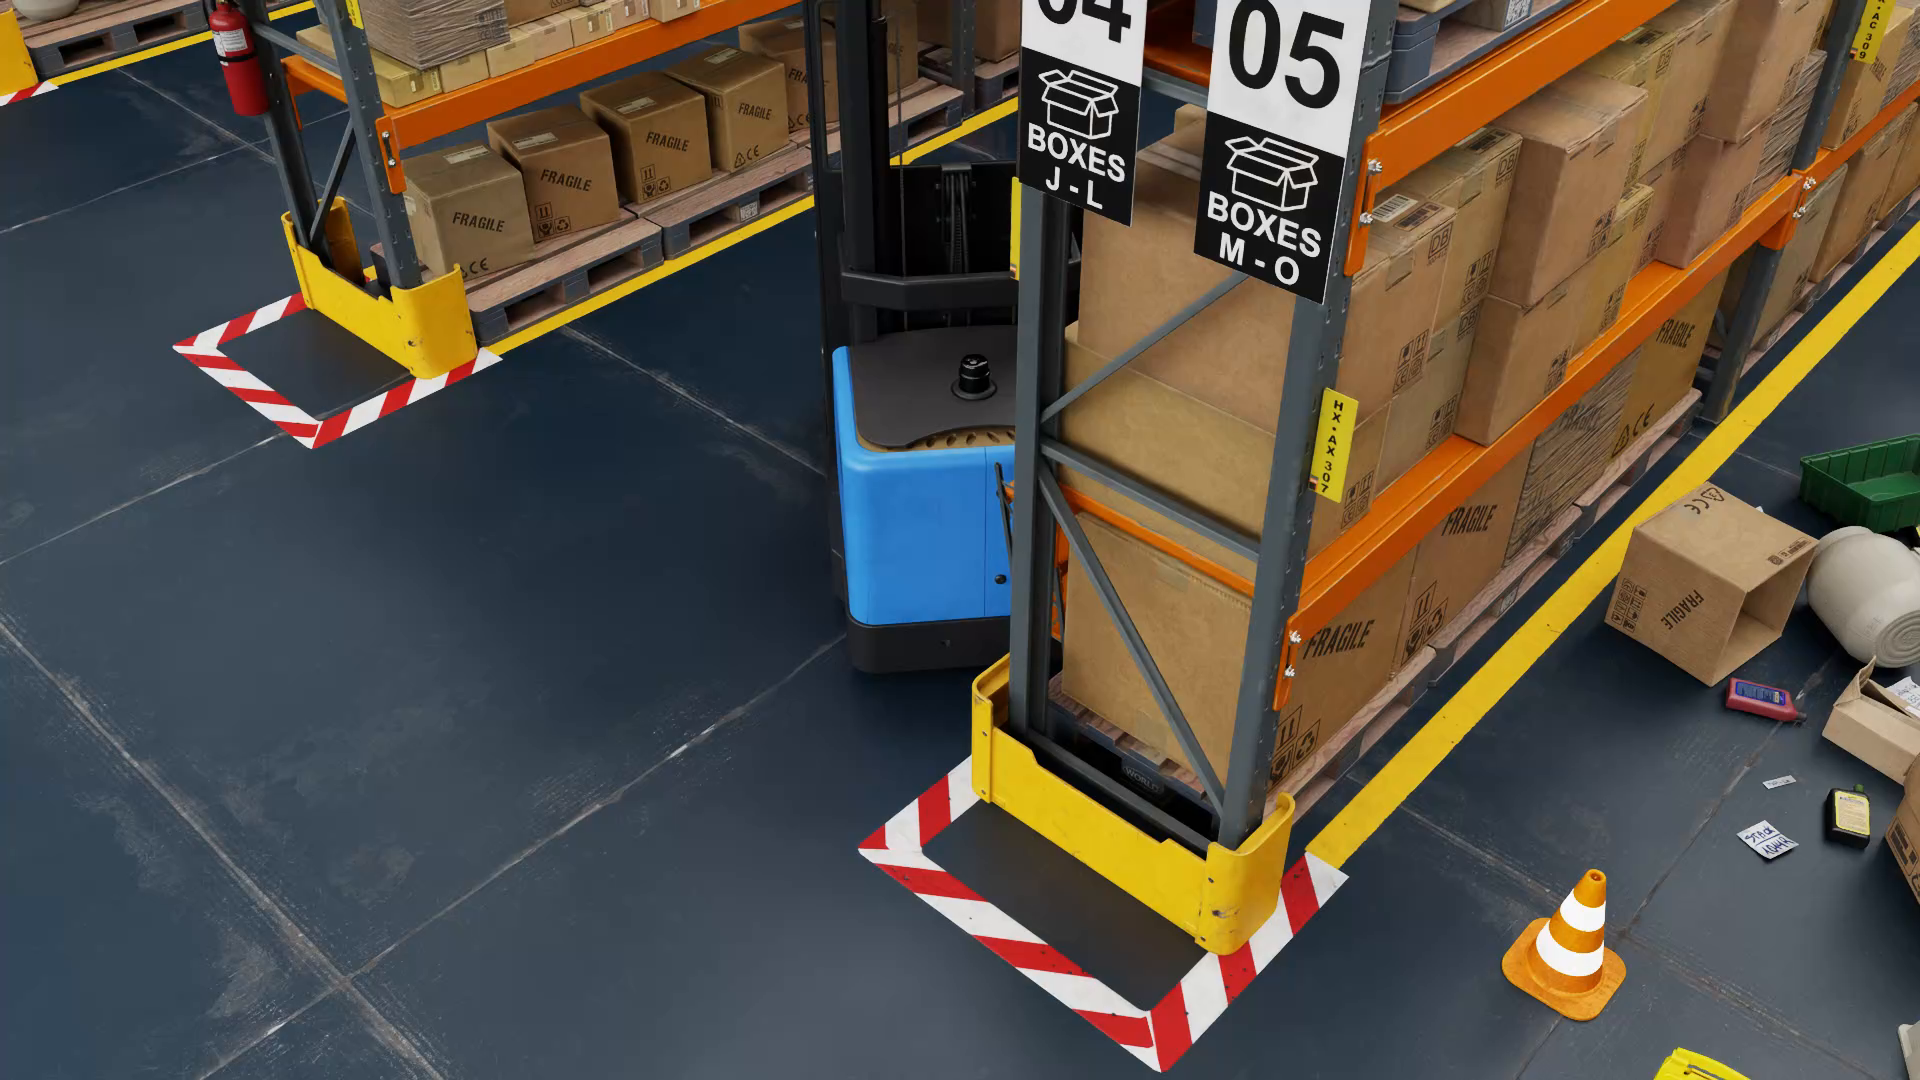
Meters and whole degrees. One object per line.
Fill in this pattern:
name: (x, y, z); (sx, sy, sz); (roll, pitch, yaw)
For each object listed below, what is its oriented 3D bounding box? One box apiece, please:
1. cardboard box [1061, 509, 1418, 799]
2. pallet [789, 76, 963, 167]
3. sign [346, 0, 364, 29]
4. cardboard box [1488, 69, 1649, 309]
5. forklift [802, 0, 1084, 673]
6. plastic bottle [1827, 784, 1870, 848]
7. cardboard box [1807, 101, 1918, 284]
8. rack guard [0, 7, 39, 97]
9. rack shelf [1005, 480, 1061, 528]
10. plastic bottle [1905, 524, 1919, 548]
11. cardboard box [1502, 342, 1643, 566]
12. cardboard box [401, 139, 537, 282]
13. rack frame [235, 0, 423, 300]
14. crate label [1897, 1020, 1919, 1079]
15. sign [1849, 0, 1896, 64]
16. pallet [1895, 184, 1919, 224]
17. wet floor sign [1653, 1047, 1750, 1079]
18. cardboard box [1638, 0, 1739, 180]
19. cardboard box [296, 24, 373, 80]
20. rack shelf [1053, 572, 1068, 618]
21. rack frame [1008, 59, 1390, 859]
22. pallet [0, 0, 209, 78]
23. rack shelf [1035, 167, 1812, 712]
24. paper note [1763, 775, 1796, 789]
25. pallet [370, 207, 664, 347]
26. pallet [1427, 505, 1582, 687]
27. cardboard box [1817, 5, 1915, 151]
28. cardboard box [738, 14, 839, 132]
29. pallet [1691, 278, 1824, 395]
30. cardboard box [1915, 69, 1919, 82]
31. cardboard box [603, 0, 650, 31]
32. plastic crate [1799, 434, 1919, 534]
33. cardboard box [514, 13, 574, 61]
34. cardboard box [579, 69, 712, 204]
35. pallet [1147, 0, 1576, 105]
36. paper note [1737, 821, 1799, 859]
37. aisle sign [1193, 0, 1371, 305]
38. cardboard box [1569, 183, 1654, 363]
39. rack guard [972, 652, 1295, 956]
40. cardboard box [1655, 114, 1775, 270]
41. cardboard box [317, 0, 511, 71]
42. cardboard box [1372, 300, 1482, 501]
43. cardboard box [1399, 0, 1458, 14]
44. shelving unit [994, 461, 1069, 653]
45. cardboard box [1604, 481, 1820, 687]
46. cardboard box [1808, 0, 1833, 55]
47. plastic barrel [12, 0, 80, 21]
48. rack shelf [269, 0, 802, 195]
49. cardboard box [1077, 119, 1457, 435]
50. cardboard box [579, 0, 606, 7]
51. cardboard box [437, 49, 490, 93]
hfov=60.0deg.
cardboard box: (0.988, 0.214, 5.940); (0.875, 0.875, 0.875); (30, 47, 32)
pallet: (-0.742, -2.666, 10.433); (1.003, 0.211, 1.213); (30, 47, 32)
sign: (-2.613, -2.354, 7.105); (0.100, 0.325, 0.005); (30, 47, 32)
cardboard box: (1.639, -1.241, 5.412); (0.875, 0.550, 0.550); (30, 47, 32)
forklift: (-0.068, -1.536, 6.827); (1.130, 2.935, 3.031); (-4, 39, -5)
plastic bottle: (3.191, 0.975, 5.974); (0.133, 0.061, 0.283); (14, 41, 17)
cardboard box: (4.284, -2.000, 8.825); (1.050, 0.750, 0.750); (30, 47, 32)
rack guard: (-6.653, -3.399, 11.123); (1.175, 0.500, 0.348); (30, 47, 32)
rack shelf: (0.397, -0.216, 5.877); (0.258, 0.148, 0.480); (30, 58, 32)
plastic bottle: (4.205, -0.041, 7.252); (0.133, 0.061, 0.283); (8, 39, 10)
cardboard box: (2.196, -0.609, 6.975); (0.875, 0.875, 0.875); (30, 47, 32)
cardboard box: (-2.580, -1.709, 8.660); (0.500, 0.500, 0.500); (-25, 45, -28)
rack frame: (-3.014, -2.243, 7.660); (1.000, 3.000, 0.127); (30, 47, 32)
crate label: (3.075, 1.602, 5.125); (0.250, 0.136, 0.298); (8, 39, 10)
sign: (3.688, -2.089, 6.708); (0.100, 0.325, 0.005); (30, 47, 32)
pallet: (5.389, -2.367, 10.057); (1.003, 0.211, 1.213); (30, 47, 32)
wet floor sign: (2.021, 1.652, 4.653); (0.267, 0.644, 0.232); (22, 43, 25)
cardboard box: (2.252, -1.786, 6.098); (0.875, 0.550, 0.550); (30, 47, 32)
cardboard box: (-2.974, -2.362, 8.012); (0.380, 0.149, 0.250); (30, 47, 32)
rack shelf: (0.454, 0.099, 6.208); (0.258, 0.148, 0.480); (30, 58, 32)
rack frame: (0.579, -0.114, 4.983); (1.000, 3.000, 0.127); (30, 47, 32)
pallet: (-6.101, -3.657, 11.679); (1.003, 0.211, 1.213); (30, 47, 32)
rack shelf: (1.928, -0.751, 6.362); (1.077, 0.370, 4.000); (30, 47, 32)
paper note: (3.017, 0.891, 6.122); (0.123, 0.001, 0.032); (-11, 40, -14)
pallet: (-2.388, -1.545, 9.023); (1.003, 0.211, 1.213); (30, 47, 32)
pallet: (1.884, 0.020, 7.056); (1.003, 0.211, 1.213); (30, 47, 32)
cardboard box: (3.831, -2.119, 7.425); (0.500, 0.500, 0.500); (30, 47, 32)
cardboard box: (-0.996, -2.833, 10.074); (0.500, 0.500, 0.500); (-19, 42, -22)
pallet: (3.743, -1.246, 8.647); (1.003, 0.211, 1.213); (30, 47, 32)
cardboard box: (4.510, -2.580, 8.004); (0.500, 0.500, 0.500); (29, 47, 32)
cardboard box: (-1.807, -2.752, 8.503); (0.380, 0.149, 0.250); (30, 47, 32)
plastic crate: (4.127, -0.243, 7.359); (0.662, 0.188, 0.450); (-11, 30, -14)
cardboard box: (-2.130, -2.514, 8.204); (0.380, 0.149, 0.250); (30, 47, 32)
cardboard box: (-1.766, -2.277, 9.375); (0.500, 0.500, 0.500); (-29, 47, -32)
pallet: (1.072, -1.598, 4.511); (1.003, 0.211, 1.213); (30, 47, 32)
paper note: (2.862, 1.061, 5.893); (0.142, 0.017, 0.144); (-18, 42, -21)
aisle sign: (0.753, -0.973, 3.975); (0.394, 0.787, 0.004); (30, 47, 32)
cardboard box: (1.948, -1.089, 6.089); (0.875, 0.550, 0.500); (30, 47, 32)
rack guard: (0.563, 0.876, 5.747); (1.175, 0.500, 0.348); (30, 47, 32)
cardboard box: (2.683, -1.573, 6.698); (0.875, 0.550, 0.550); (30, 47, 32)
cardboard box: (-2.623, -2.640, 7.840); (0.875, 0.500, 0.500); (30, 47, 32)
cardboard box: (1.151, -0.624, 5.504); (0.875, 0.550, 0.550); (30, 47, 32)
cardboard box: (1.047, -1.416, 3.995); (0.380, 0.149, 0.250); (30, 47, 32)
shelving unit: (0.445, 0.053, 6.160); (0.258, 1.200, 0.503); (30, 58, 32)
cardboard box: (2.988, 0.170, 6.632); (0.500, 0.500, 0.500); (-26, 45, -29)
cardboard box: (3.003, -2.278, 6.716); (0.875, 0.550, 0.550); (30, 47, 32)
plastic barrel: (-6.282, -3.848, 11.340); (0.421, 0.512, 0.421); (0, 38, 0)
rack shelf: (-1.665, -2.880, 9.040); (1.077, 0.370, 4.000); (30, 47, 32)
cardboard box: (0.858, -0.749, 4.794); (0.875, 0.550, 0.550); (30, 47, 32)
cardboard box: (-2.005, -3.131, 8.458); (0.875, 0.500, 0.500); (30, 47, 32)
cardboard box: (-2.463, -2.282, 7.912); (0.380, 0.149, 0.250); (30, 47, 32)
